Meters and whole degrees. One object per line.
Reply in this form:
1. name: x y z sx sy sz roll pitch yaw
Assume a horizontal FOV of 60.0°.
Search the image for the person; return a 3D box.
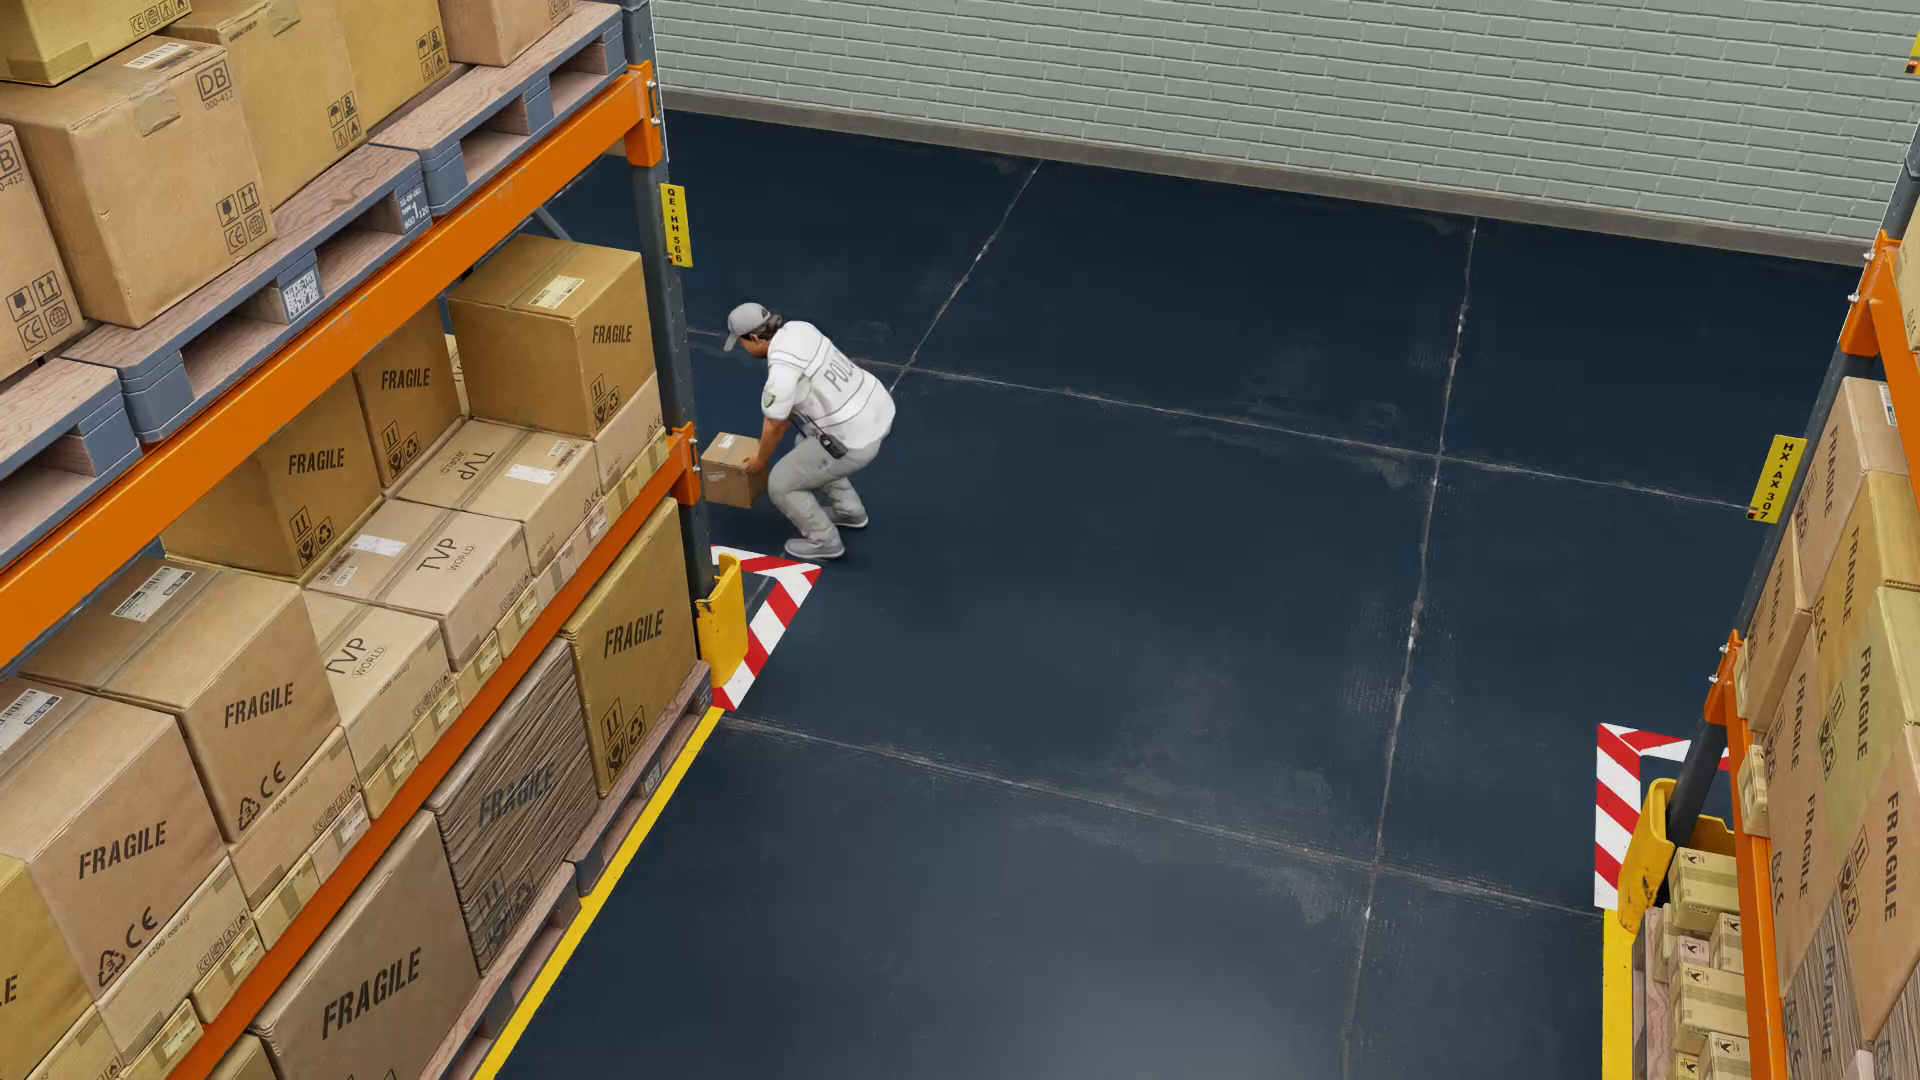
1. person: -0.708 -0.512 7.874 0.771 1.296 0.537 9 38 12
